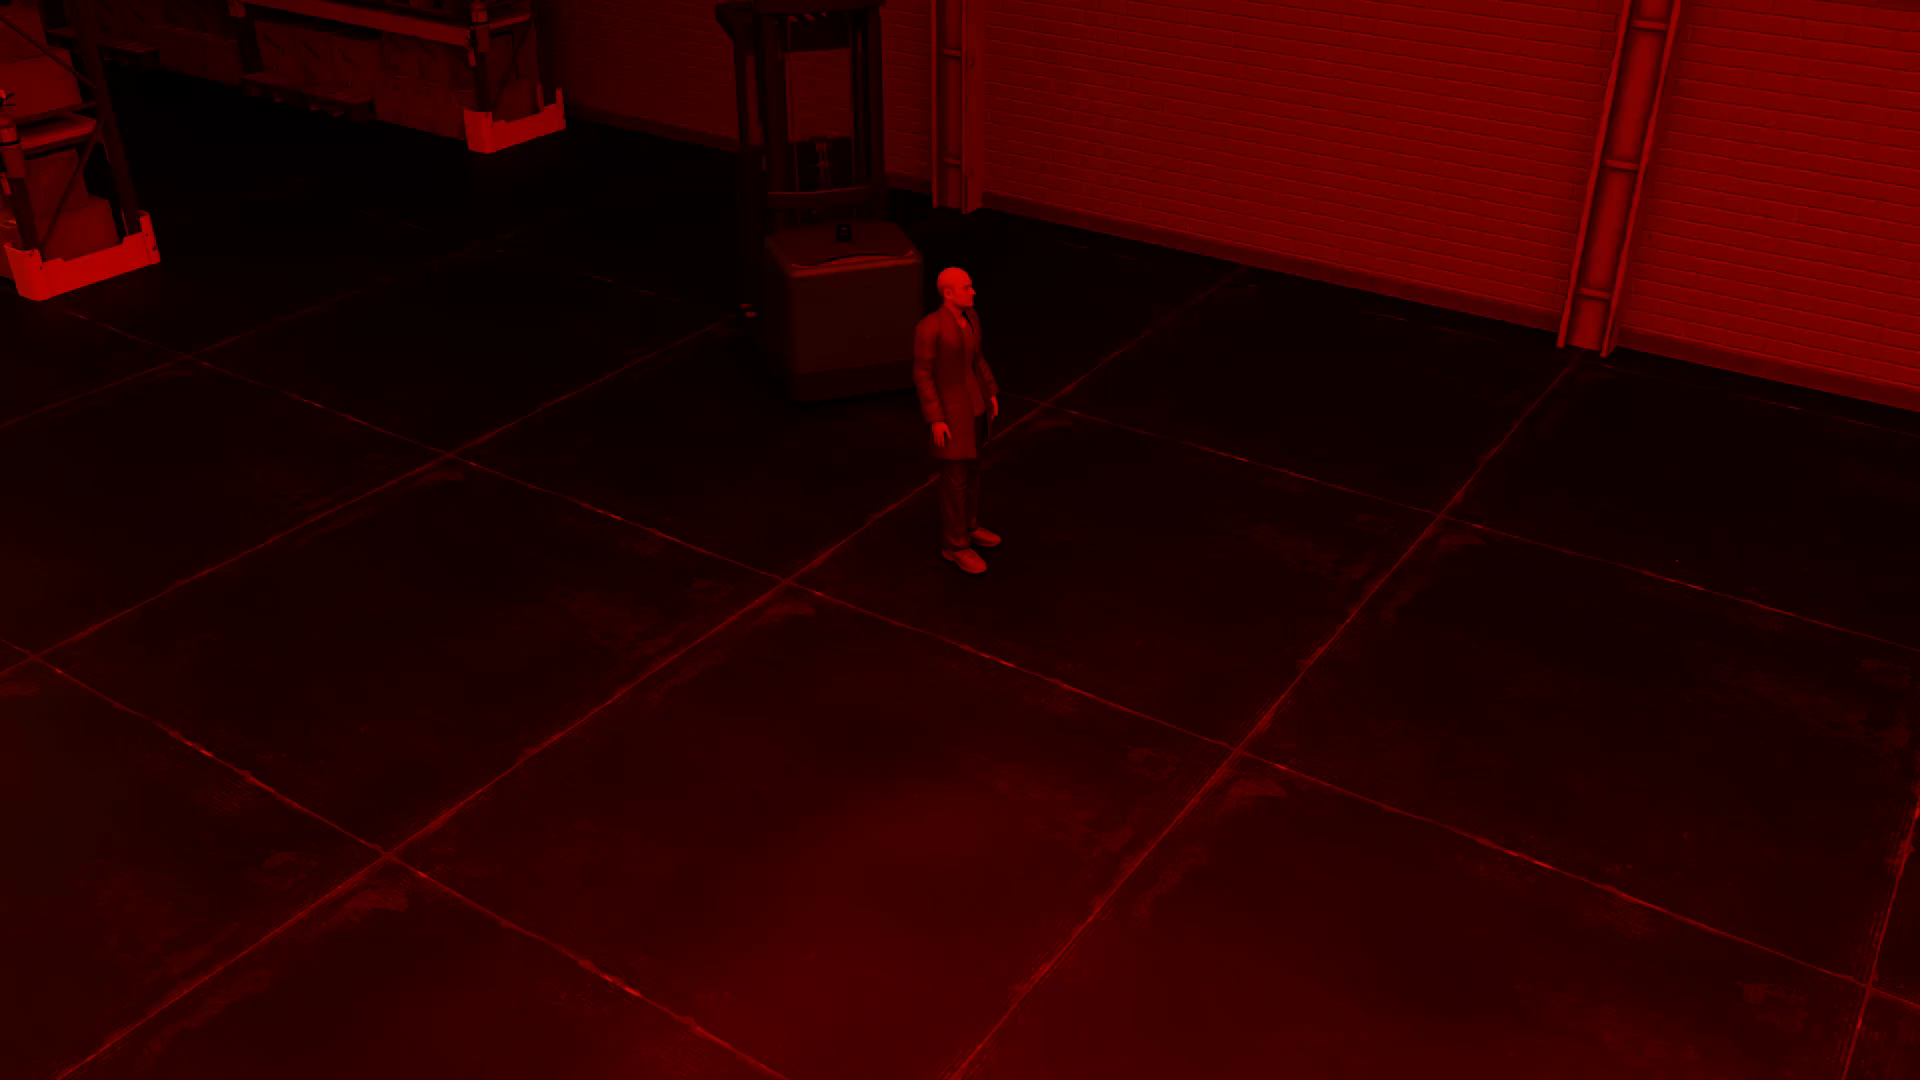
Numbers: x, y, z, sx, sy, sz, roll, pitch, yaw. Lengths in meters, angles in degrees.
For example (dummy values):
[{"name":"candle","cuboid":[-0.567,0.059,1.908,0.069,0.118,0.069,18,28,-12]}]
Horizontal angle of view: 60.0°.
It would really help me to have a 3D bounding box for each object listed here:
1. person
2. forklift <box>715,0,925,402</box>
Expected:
[{"name":"person","cuboid":[0.074,-0.748,10.002,0.579,1.778,0.698,19,35,29]},{"name":"forklift","cuboid":[-1.186,-2.994,12.737,1.130,2.935,3.031,-9,31,-16]}]
